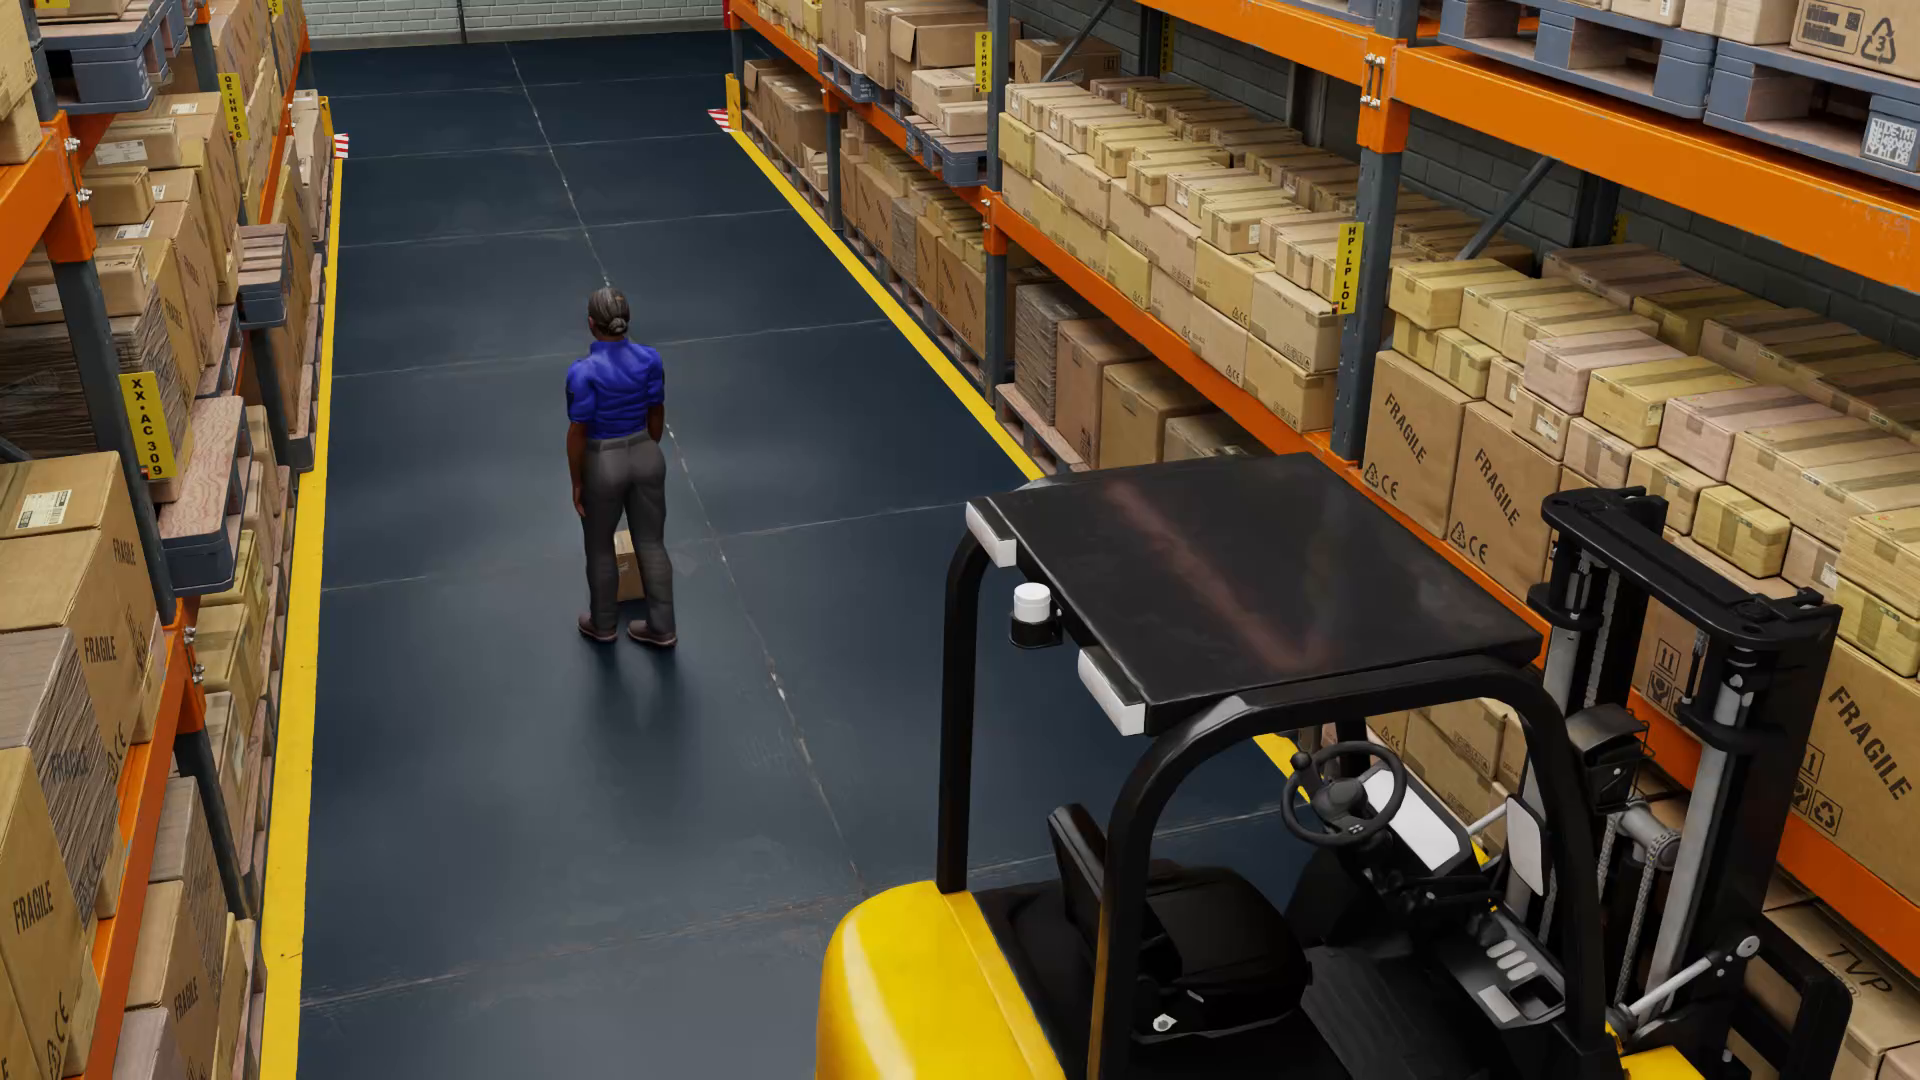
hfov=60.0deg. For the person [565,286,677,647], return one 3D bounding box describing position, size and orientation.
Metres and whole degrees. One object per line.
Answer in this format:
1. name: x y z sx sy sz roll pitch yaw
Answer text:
1. person: -1.499 -0.312 7.227 0.464 1.666 0.505 -17 31 -30
